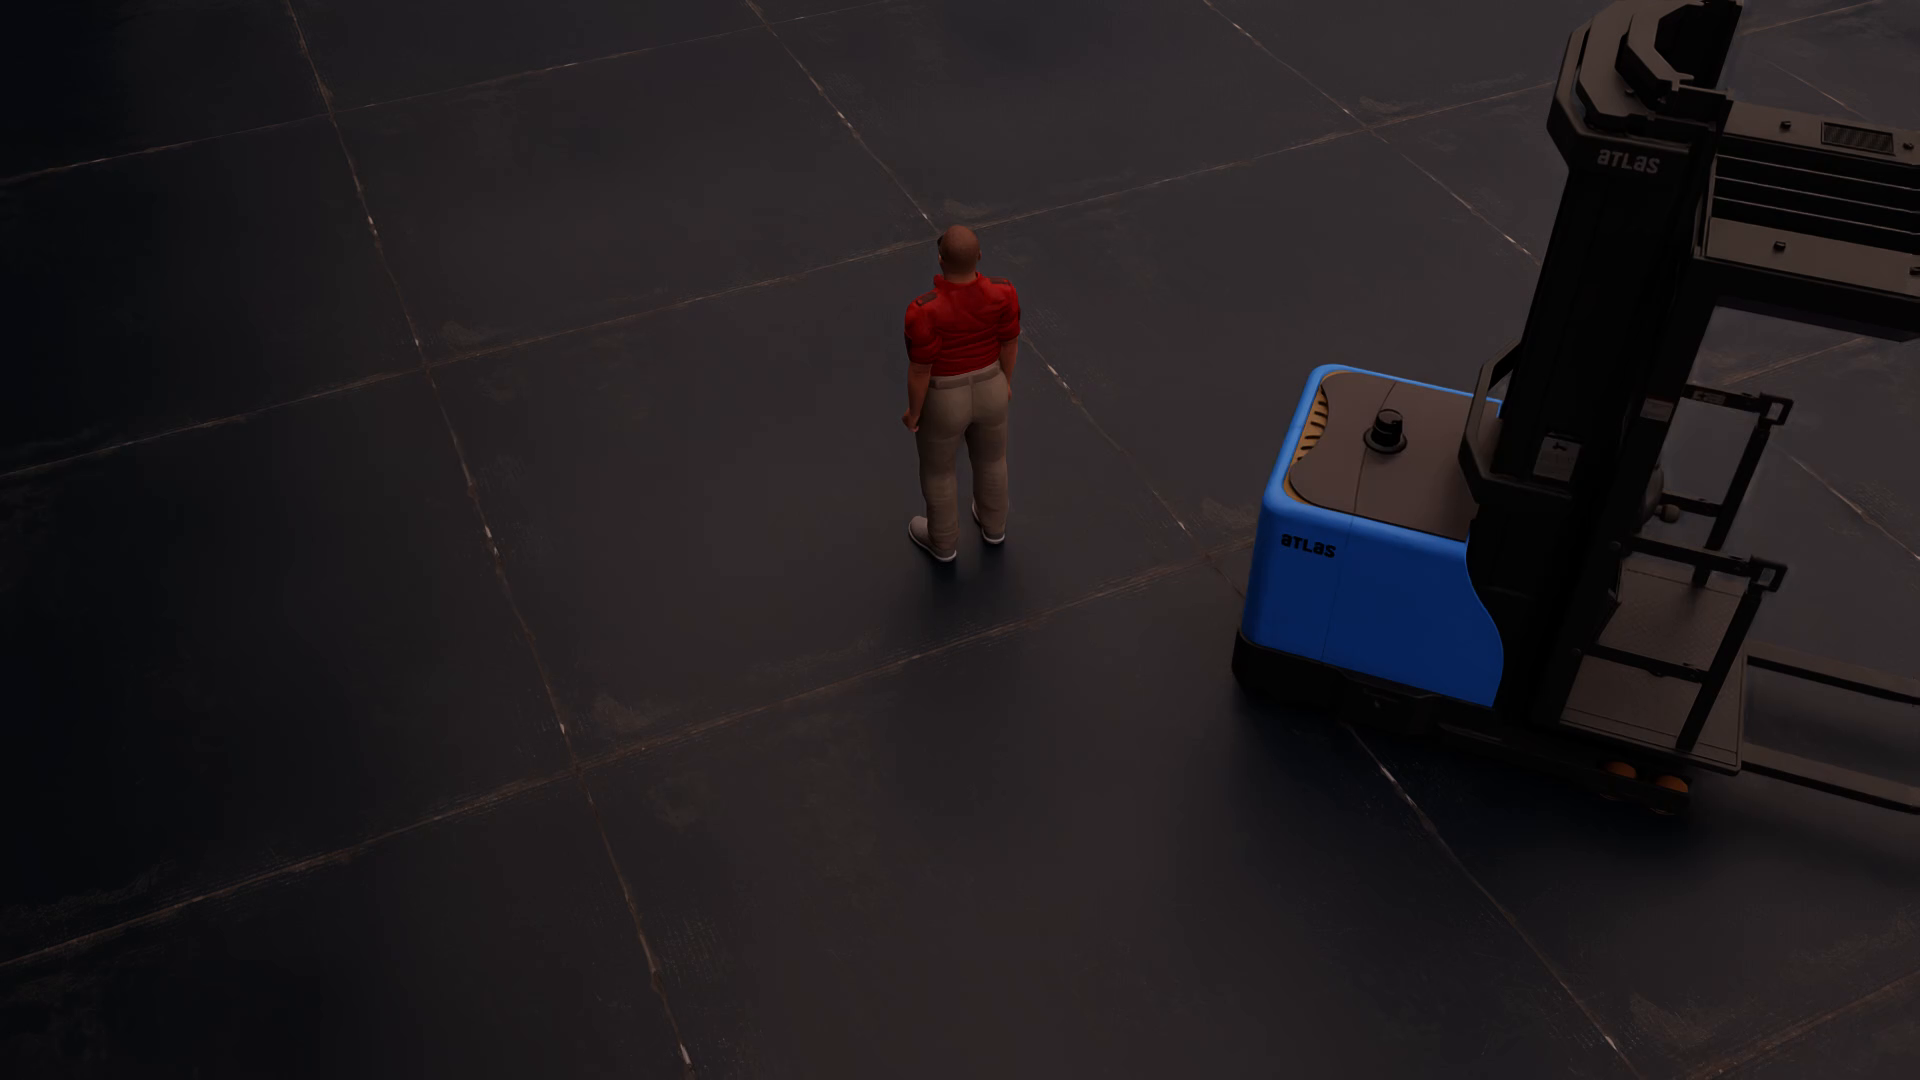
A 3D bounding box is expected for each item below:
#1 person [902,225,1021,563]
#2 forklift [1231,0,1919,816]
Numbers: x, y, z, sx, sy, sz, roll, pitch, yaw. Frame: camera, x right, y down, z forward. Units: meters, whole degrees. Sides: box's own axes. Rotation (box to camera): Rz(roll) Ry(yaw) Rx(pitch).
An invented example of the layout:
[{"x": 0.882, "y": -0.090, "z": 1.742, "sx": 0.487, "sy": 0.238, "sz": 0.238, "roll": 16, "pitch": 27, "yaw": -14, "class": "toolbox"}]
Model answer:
[{"x": -0.012, "y": -0.638, "z": 7.249, "sx": 0.526, "sy": 1.728, "sz": 0.385, "roll": -18, "pitch": 46, "yaw": -18, "class": "person"}, {"x": 2.735, "y": -0.385, "z": 6.093, "sx": 3.031, "sy": 2.935, "sz": 1.130, "roll": 15, "pitch": 45, "yaw": 15, "class": "forklift"}]
